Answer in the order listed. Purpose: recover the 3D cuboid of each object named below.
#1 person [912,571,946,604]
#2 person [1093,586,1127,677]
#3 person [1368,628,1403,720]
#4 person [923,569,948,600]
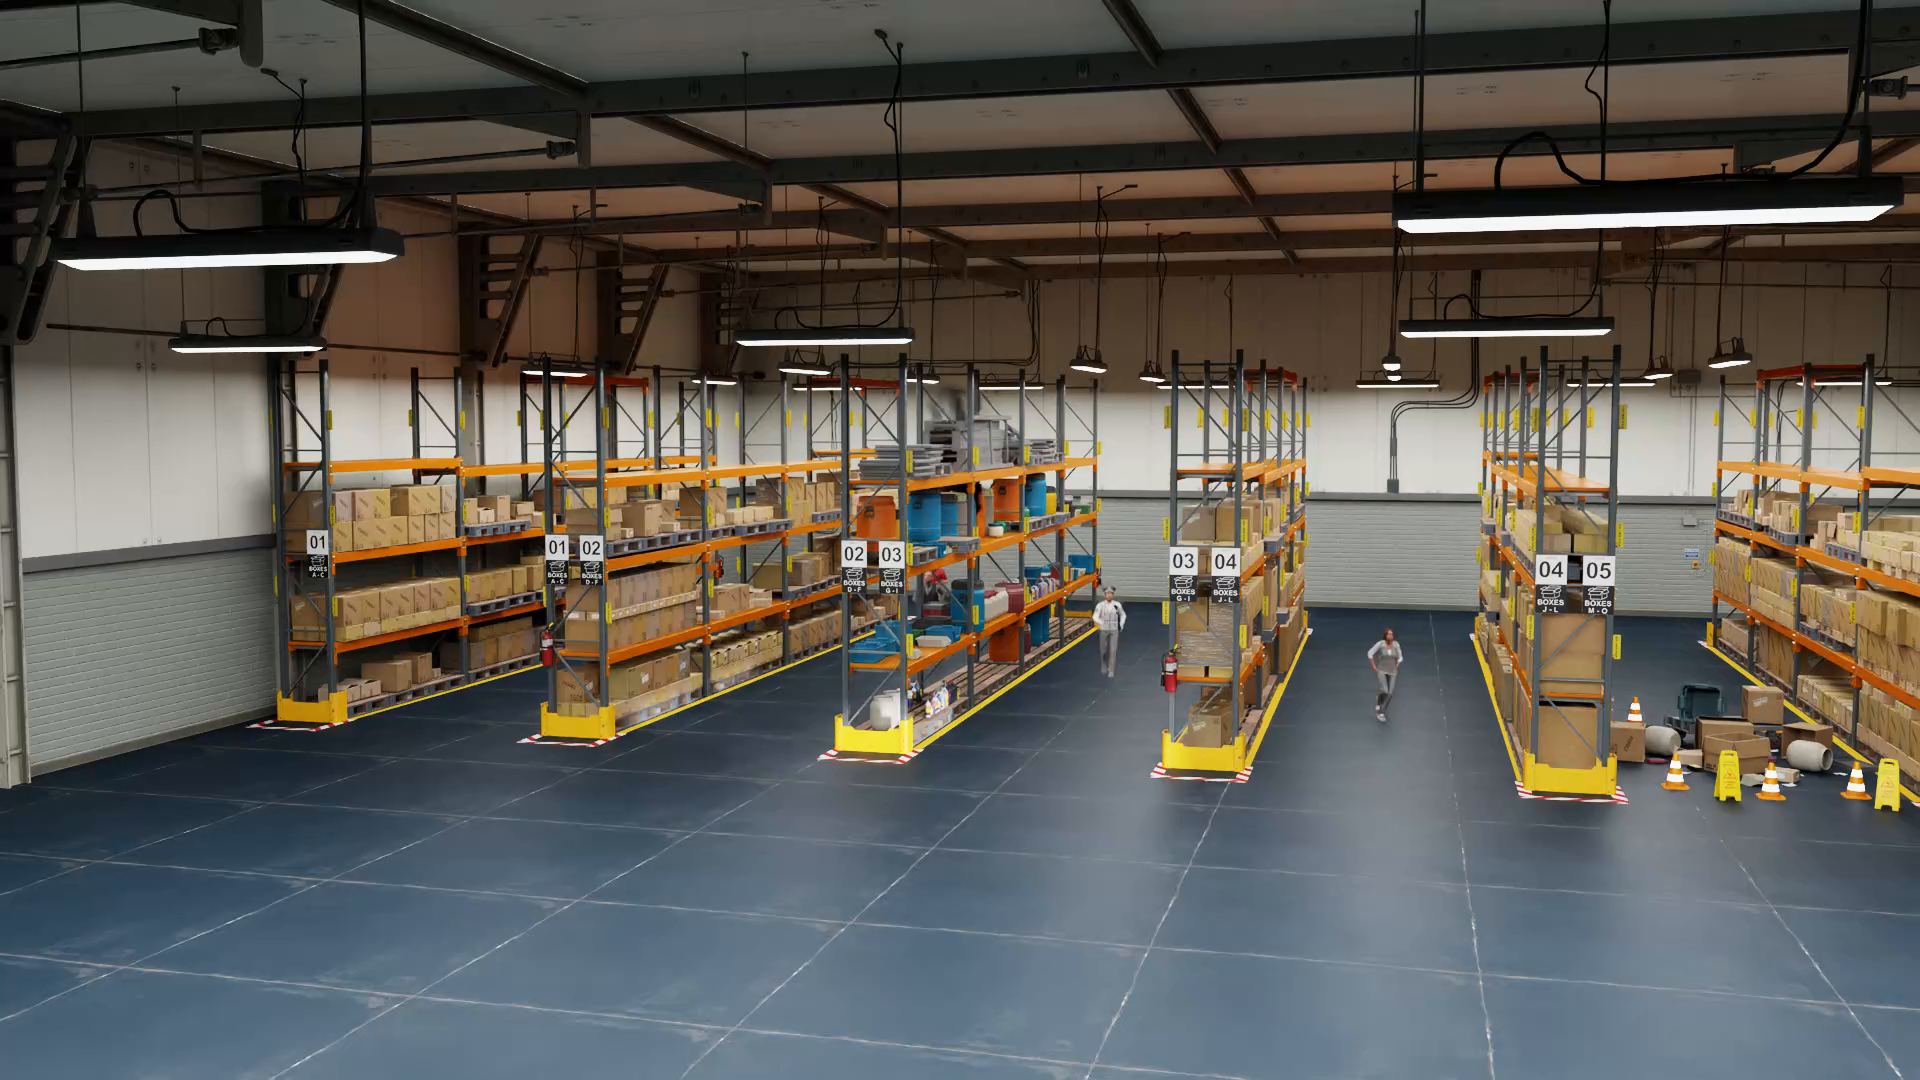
[{"bbox_3d":[-0.632,1.491,32.906,0.652,1.756,0.856,1,4,8],"label":"person"},{"bbox_3d":[2.765,1.672,30.666,0.625,1.665,0.658,0,4,2],"label":"person"},{"bbox_3d":[7.098,2.238,27.645,0.540,1.556,0.546,0,4,-3],"label":"person"},{"bbox_3d":[-0.612,1.354,39.344,0.668,1.676,0.875,1,4,13],"label":"person"}]
